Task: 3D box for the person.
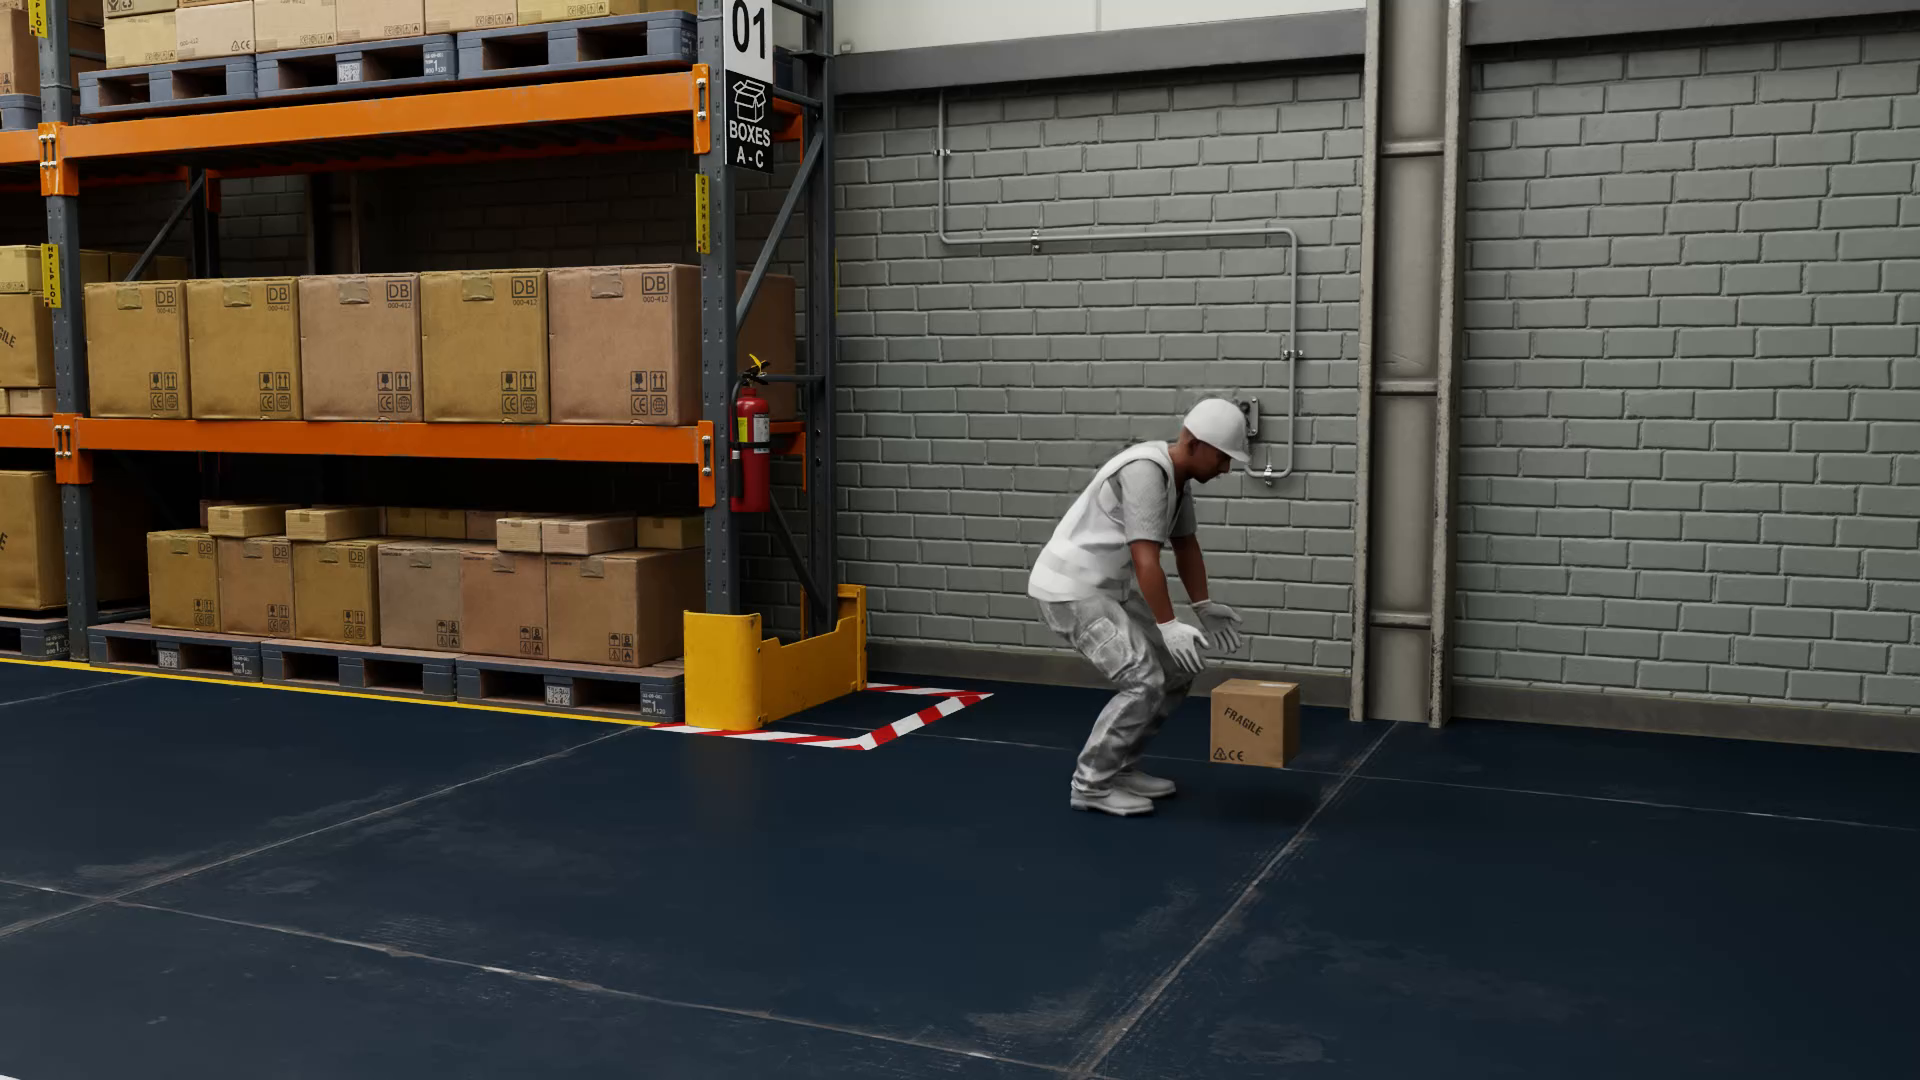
[{"bbox_3d":[0.642,0.219,5.894,0.755,1.441,0.612,2,6,24],"label":"person"}]
